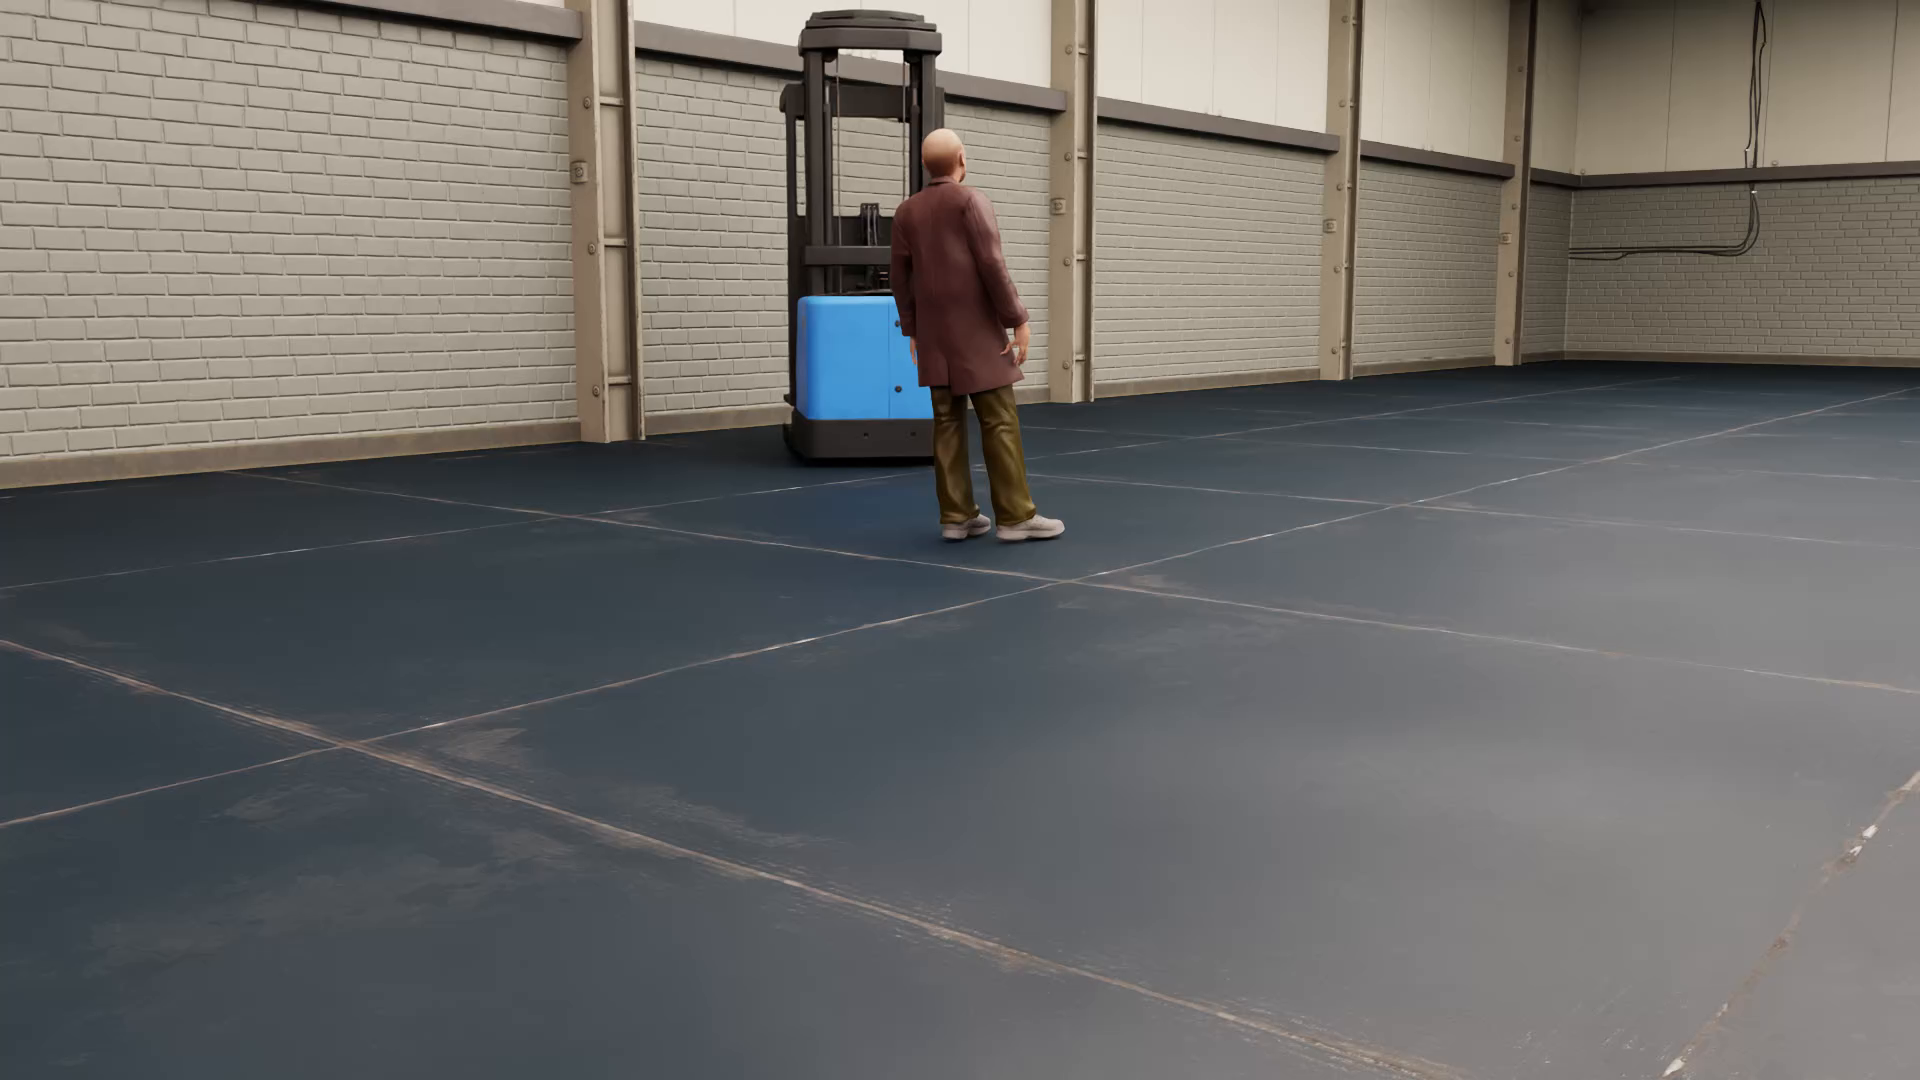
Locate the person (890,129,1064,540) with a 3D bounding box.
[{"bbox_3d":[0.061,-0.896,7.342,0.696,1.775,0.582,7,11,38],"label":"person"}]

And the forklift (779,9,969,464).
[{"bbox_3d":[-0.690,-2.118,11.753,1.130,2.935,3.031,-1,8,-9],"label":"forklift"}]
